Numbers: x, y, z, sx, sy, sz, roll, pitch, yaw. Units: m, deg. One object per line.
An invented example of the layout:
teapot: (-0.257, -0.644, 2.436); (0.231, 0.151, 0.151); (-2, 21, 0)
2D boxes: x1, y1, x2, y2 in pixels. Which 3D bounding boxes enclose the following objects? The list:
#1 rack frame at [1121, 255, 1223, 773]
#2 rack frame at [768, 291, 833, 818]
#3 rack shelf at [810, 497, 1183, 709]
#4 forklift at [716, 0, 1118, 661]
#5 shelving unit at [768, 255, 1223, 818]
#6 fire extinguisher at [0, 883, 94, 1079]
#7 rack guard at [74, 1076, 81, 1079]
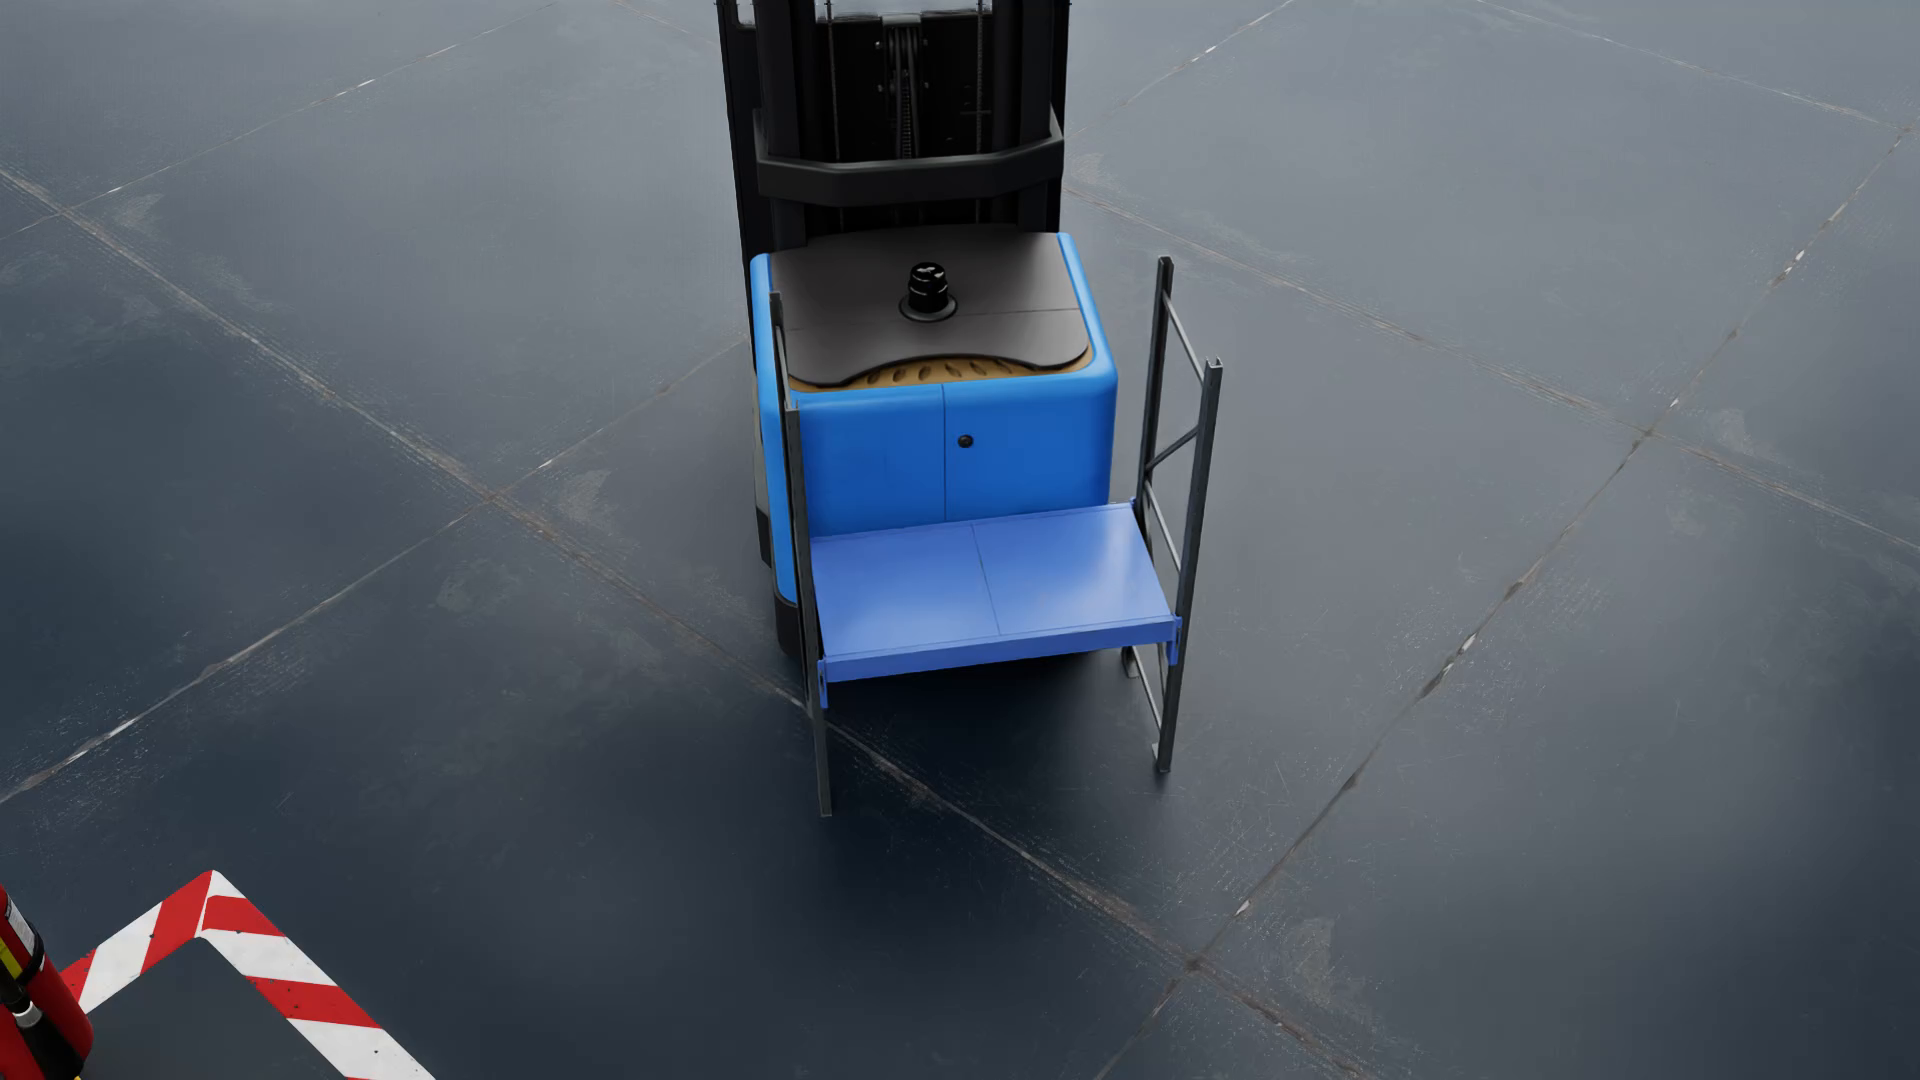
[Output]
rack frame: (0.574, -0.023, 4.660); (0.032, 1.500, 0.500); (-6, 43, -7)
rack frame: (-0.429, 0.090, 4.536); (0.032, 1.500, 0.500); (-6, 43, -7)
rack shelf: (0.072, 0.167, 4.719); (1.000, 0.185, 0.538); (-6, 43, -7)
forklift: (-0.237, -1.693, 5.434); (1.130, 2.935, 3.031); (-5, 43, -5)
shelving unit: (0.072, 0.034, 4.598); (1.048, 1.500, 0.538); (-6, 43, -7)
fire extinguisher: (-1.674, 0.689, 2.820); (0.296, 0.674, 0.183); (29, 50, 28)
rack guard: (-2.090, 1.433, 3.803); (1.175, 0.500, 0.348); (29, 50, 28)
